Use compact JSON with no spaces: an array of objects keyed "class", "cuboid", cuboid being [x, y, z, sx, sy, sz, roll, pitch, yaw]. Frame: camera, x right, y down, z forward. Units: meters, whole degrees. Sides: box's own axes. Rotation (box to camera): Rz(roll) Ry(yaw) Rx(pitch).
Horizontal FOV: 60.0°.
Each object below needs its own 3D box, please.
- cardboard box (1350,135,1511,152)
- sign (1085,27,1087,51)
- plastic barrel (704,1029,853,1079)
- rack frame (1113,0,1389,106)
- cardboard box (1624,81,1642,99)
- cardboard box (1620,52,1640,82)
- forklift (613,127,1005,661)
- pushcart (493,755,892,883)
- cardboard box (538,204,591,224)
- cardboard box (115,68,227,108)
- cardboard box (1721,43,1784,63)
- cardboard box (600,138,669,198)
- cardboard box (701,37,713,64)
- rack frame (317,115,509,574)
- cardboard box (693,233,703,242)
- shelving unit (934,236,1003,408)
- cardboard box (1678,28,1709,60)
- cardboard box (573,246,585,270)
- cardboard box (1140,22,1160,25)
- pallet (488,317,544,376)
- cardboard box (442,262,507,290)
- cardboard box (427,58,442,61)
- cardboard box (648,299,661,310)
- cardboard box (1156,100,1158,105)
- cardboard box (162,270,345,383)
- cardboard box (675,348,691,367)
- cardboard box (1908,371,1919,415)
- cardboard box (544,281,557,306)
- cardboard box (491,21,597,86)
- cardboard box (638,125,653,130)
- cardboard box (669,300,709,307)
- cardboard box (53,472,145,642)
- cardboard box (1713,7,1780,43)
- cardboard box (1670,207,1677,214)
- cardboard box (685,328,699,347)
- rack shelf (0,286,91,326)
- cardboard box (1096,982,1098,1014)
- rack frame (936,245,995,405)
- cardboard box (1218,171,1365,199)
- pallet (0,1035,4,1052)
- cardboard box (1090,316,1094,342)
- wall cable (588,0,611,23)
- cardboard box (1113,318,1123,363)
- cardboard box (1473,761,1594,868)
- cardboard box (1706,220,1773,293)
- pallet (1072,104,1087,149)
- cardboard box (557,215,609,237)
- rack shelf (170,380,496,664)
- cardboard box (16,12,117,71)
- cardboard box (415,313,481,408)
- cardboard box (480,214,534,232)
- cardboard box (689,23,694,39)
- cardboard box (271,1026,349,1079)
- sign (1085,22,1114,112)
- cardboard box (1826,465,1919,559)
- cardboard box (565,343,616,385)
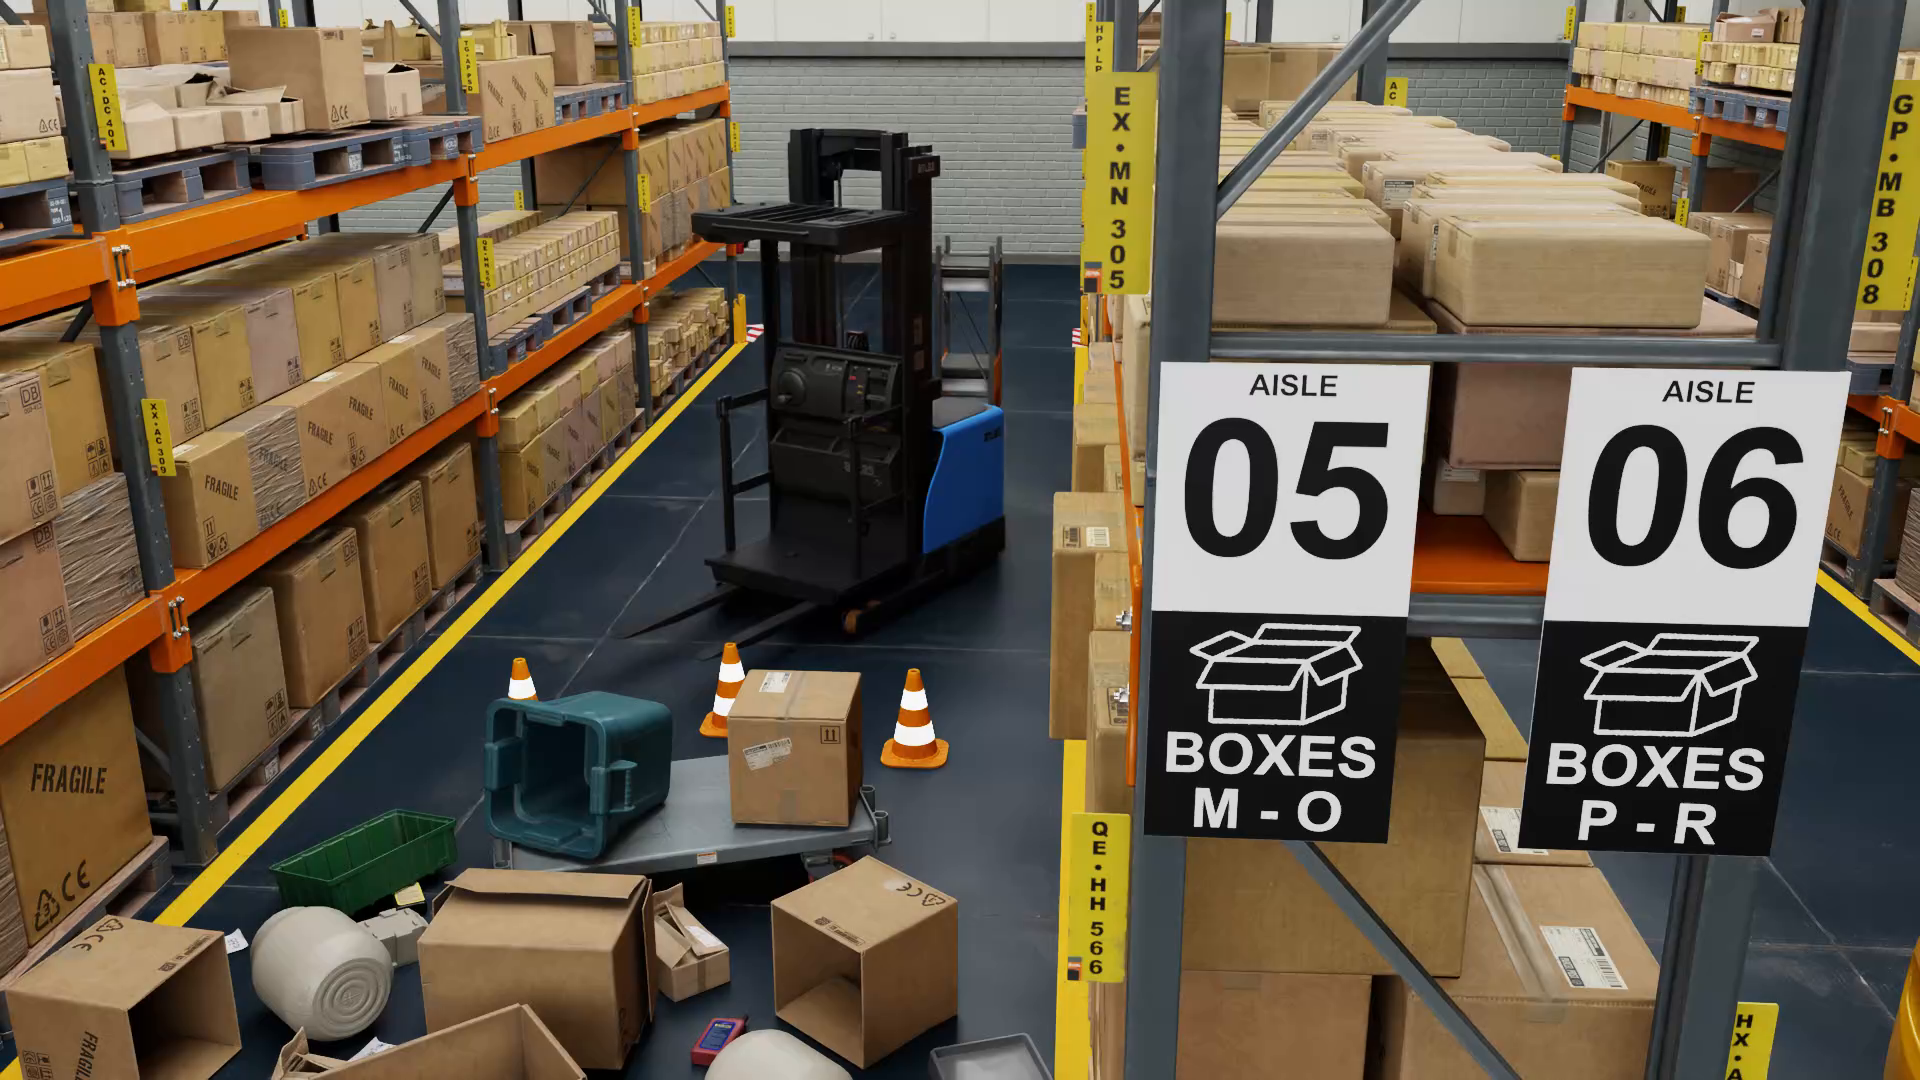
[{"class":"cardboard box","cuboid":[1.255,-1.005,4.477,0.380,0.149,0.250,2,18,5]},{"class":"sign","cuboid":[1.096,-4.112,13.880,0.100,0.325,0.005,1,18,4]},{"class":"plastic barrel","cuboid":[-0.572,1.885,5.491,0.512,0.421,0.421,17,25,41]},{"class":"rack frame","cuboid":[1.076,-2.757,5.886,1.000,3.000,0.127,1,18,4]},{"class":"cardboard box","cuboid":[6.413,-4.185,15.463,0.380,0.149,0.250,2,18,5]},{"class":"cardboard box","cuboid":[6.504,-4.409,15.509,0.500,0.250,0.500,1,18,3]},{"class":"forklift","cuboid":[-0.898,-0.971,10.179,1.130,2.935,3.031,11,21,30]},{"class":"pushcart","cuboid":[-1.201,1.304,7.337,1.648,0.377,0.936,-5,19,-15]},{"class":"cardboard box","cuboid":[-3.542,-2.816,15.060,0.500,0.500,0.500,1,18,4]},{"class":"cardboard box","cuboid":[-3.962,-2.165,8.204,0.500,0.311,0.500,1,18,2]},{"class":"cardboard box","cuboid":[6.194,-3.809,13.003,0.380,0.149,0.250,2,18,5]},{"class":"cardboard box","cuboid":[-2.997,-3.430,15.330,0.500,0.500,0.500,1,18,2]},{"class":"cardboard box","cuboid":[-2.823,-4.997,16.976,0.500,0.250,0.500,1,18,2]},{"class":"rack frame","cuboid":[-3.582,-1.228,10.853,1.000,3.000,0.127,1,18,4]},{"class":"cardboard box","cuboid":[-2.851,-3.170,17.184,0.380,0.149,0.250,0,18,1]},{"class":"shelving unit","cuboid":[0.064,-1.067,11.806,0.431,2.100,0.503,2,18,7]},{"class":"cardboard box","cuboid":[6.397,-4.177,13.995,0.500,0.250,0.500,1,18,4]},{"class":"cardboard box","cuboid":[-3.200,-2.239,13.191,0.380,0.149,0.250,0,18,1]},{"class":"cardboard box","cuboid":[1.297,-3.796,13.040,0.500,0.500,0.500,1,18,3]},{"class":"pallet","cuboid":[-3.637,-1.361,11.566,1.213,0.211,1.003,1,18,4]},{"class":"cardboard box","cuboid":[-3.339,-1.814,11.414,0.380,0.149,0.250,1,18,2]},{"class":"cardboard box","cuboid":[-3.771,-3.040,11.404,0.500,0.500,0.500,1,18,4]},{"class":"cardboard box","cuboid":[-3.365,-2.442,17.508,0.380,0.149,0.250,0,18,1]},{"class":"cardboard box","cuboid":[0.728,-1.501,5.992,0.380,0.149,0.250,1,18,3]},{"class":"cardboard box","cuboid":[-3.730,-1.136,8.807,0.700,0.500,0.500,1,18,3]},{"class":"cardboard box","cuboid":[-2.896,-1.825,16.579,0.380,0.149,0.250,1,18,2]},{"class":"cardboard box","cuboid":[6.039,-0.836,9.897,0.500,0.250,0.500,1,18,4]},{"class":"cardboard box","cuboid":[-3.255,-1.854,12.494,0.380,0.149,0.250,2,18,5]},{"class":"cardboard box","cuboid":[-3.432,-4.028,13.745,0.700,0.500,0.500,1,18,4]},{"class":"cardboard box","cuboid":[-3.394,-3.925,16.841,0.500,0.500,0.500,1,18,3]},{"class":"cardboard box","cuboid":[-2.842,-2.431,17.473,0.380,0.149,0.250,1,18,2]},{"class":"cardboard box","cuboid":[-3.883,0.058,6.688,0.875,0.550,0.550,1,18,4]},{"class":"cardboard box","cuboid":[6.231,-4.087,13.187,0.396,0.266,0.258,1,18,3]},{"class":"cardboard box","cuboid":[7.041,-3.131,16.425,0.500,0.250,0.500,2,18,6]},{"class":"cardboard box","cuboid":[-2.850,-2.041,16.759,0.380,0.149,0.250,1,18,4]},{"class":"rack shelf","cuboid":[-8.378,-1.649,13.295,1.077,0.370,4.000,1,18,4]},{"class":"cardboard box","cuboid":[0.588,1.248,4.791,0.380,0.149,0.250,2,18,6]},{"class":"rack frame","cuboid":[0.035,-0.991,11.576,0.400,2.100,0.015,2,18,7]},{"class":"cardboard box","cuboid":[0.646,-0.697,3.540,0.380,0.149,0.250,1,18,4]},{"class":"pallet","cuboid":[-4.086,1.954,5.621,1.003,0.211,1.213,1,18,4]},{"class":"cardboard box","cuboid":[1.161,-1.399,11.618,0.500,0.250,0.500,2,18,5]},{"class":"wall cable","cuboid":[-4.105,-9.914,22.559,2.277,5.999,0.120,1,18,4]},{"class":"cardboard box","cuboid":[0.602,-0.565,4.417,0.380,0.149,0.250,1,18,3]},{"class":"cardboard box","cuboid":[1.134,0.845,3.888,0.500,0.500,0.500,2,18,6]},{"class":"cardboard box","cuboid":[6.306,-2.222,13.053,0.700,0.500,0.500,1,18,5]},{"class":"pallet","cuboid":[1.356,-2.686,10.788,1.213,0.211,1.003,2,18,6]},{"class":"cardboard box","cuboid":[-3.147,-2.621,13.877,0.380,0.149,0.250,1,18,2]},{"class":"rack shelf","cuboid":[-3.725,-0.265,9.070,1.077,0.370,4.000,1,18,4]},{"class":"cardboard box","cuboid":[-8.239,-4.577,15.261,0.700,0.500,0.500,0,18,1]},{"class":"cardboard box","cuboid":[-3.346,-1.130,10.392,0.500,0.500,0.500,1,18,4]},{"class":"cardboard box","cuboid":[-3.796,-2.634,13.919,0.380,0.149,0.250,2,18,5]},{"class":"cardboard box","cuboid":[-2.861,-5.068,16.553,0.380,0.149,0.250,1,18,3]},{"class":"cardboard box","cuboid":[-2.154,1.889,5.733,0.396,0.266,0.258,4,19,13]},{"class":"sign","cuboid":[0.522,-1.776,6.246,0.100,0.325,0.005,1,18,4]},{"class":"cardboard box","cuboid":[6.130,-0.187,11.017,0.500,0.500,0.500,2,18,6]},{"class":"cardboard box","cuboid":[-3.146,-1.442,13.642,0.500,0.250,0.500,2,18,7]}]
